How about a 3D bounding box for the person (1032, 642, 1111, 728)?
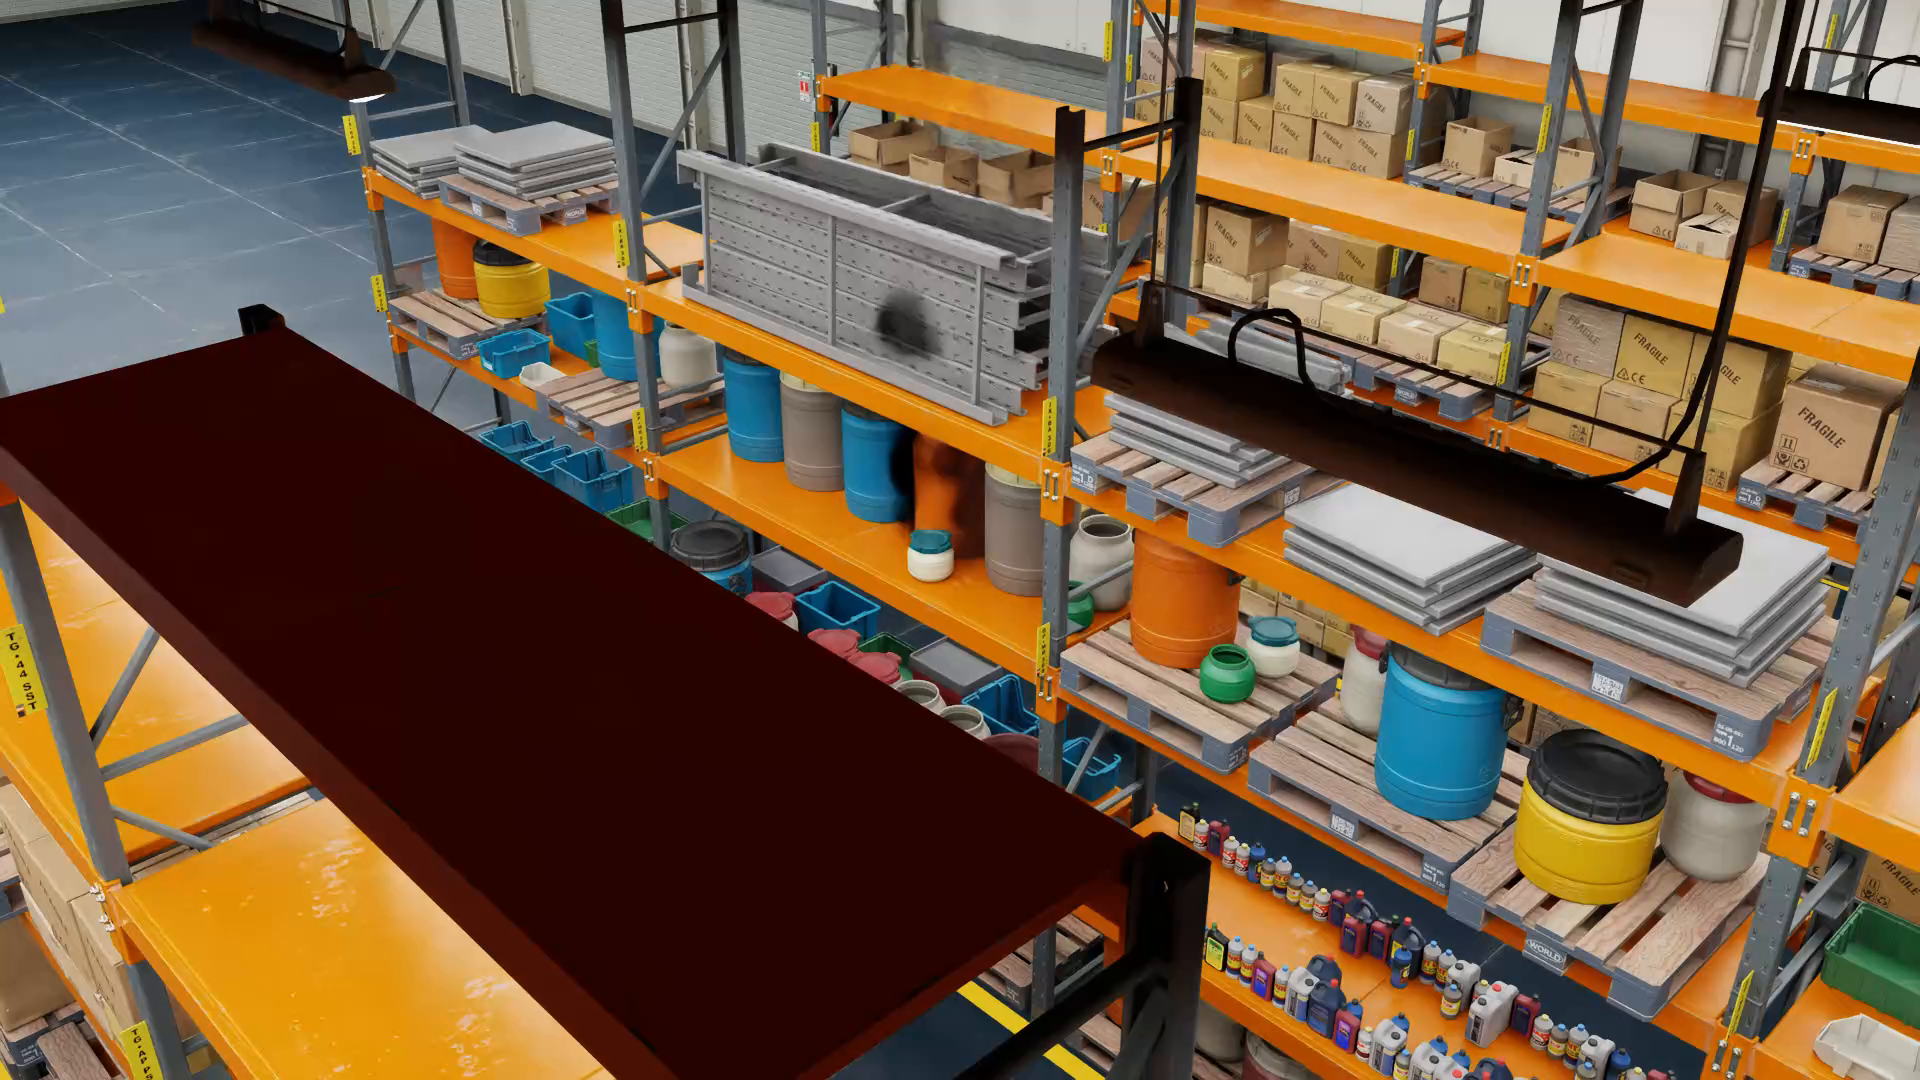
[{"bbox_3d":[0.974,0.802,13.485,0.864,1.793,0.723,21,35,34],"label":"person"}]
